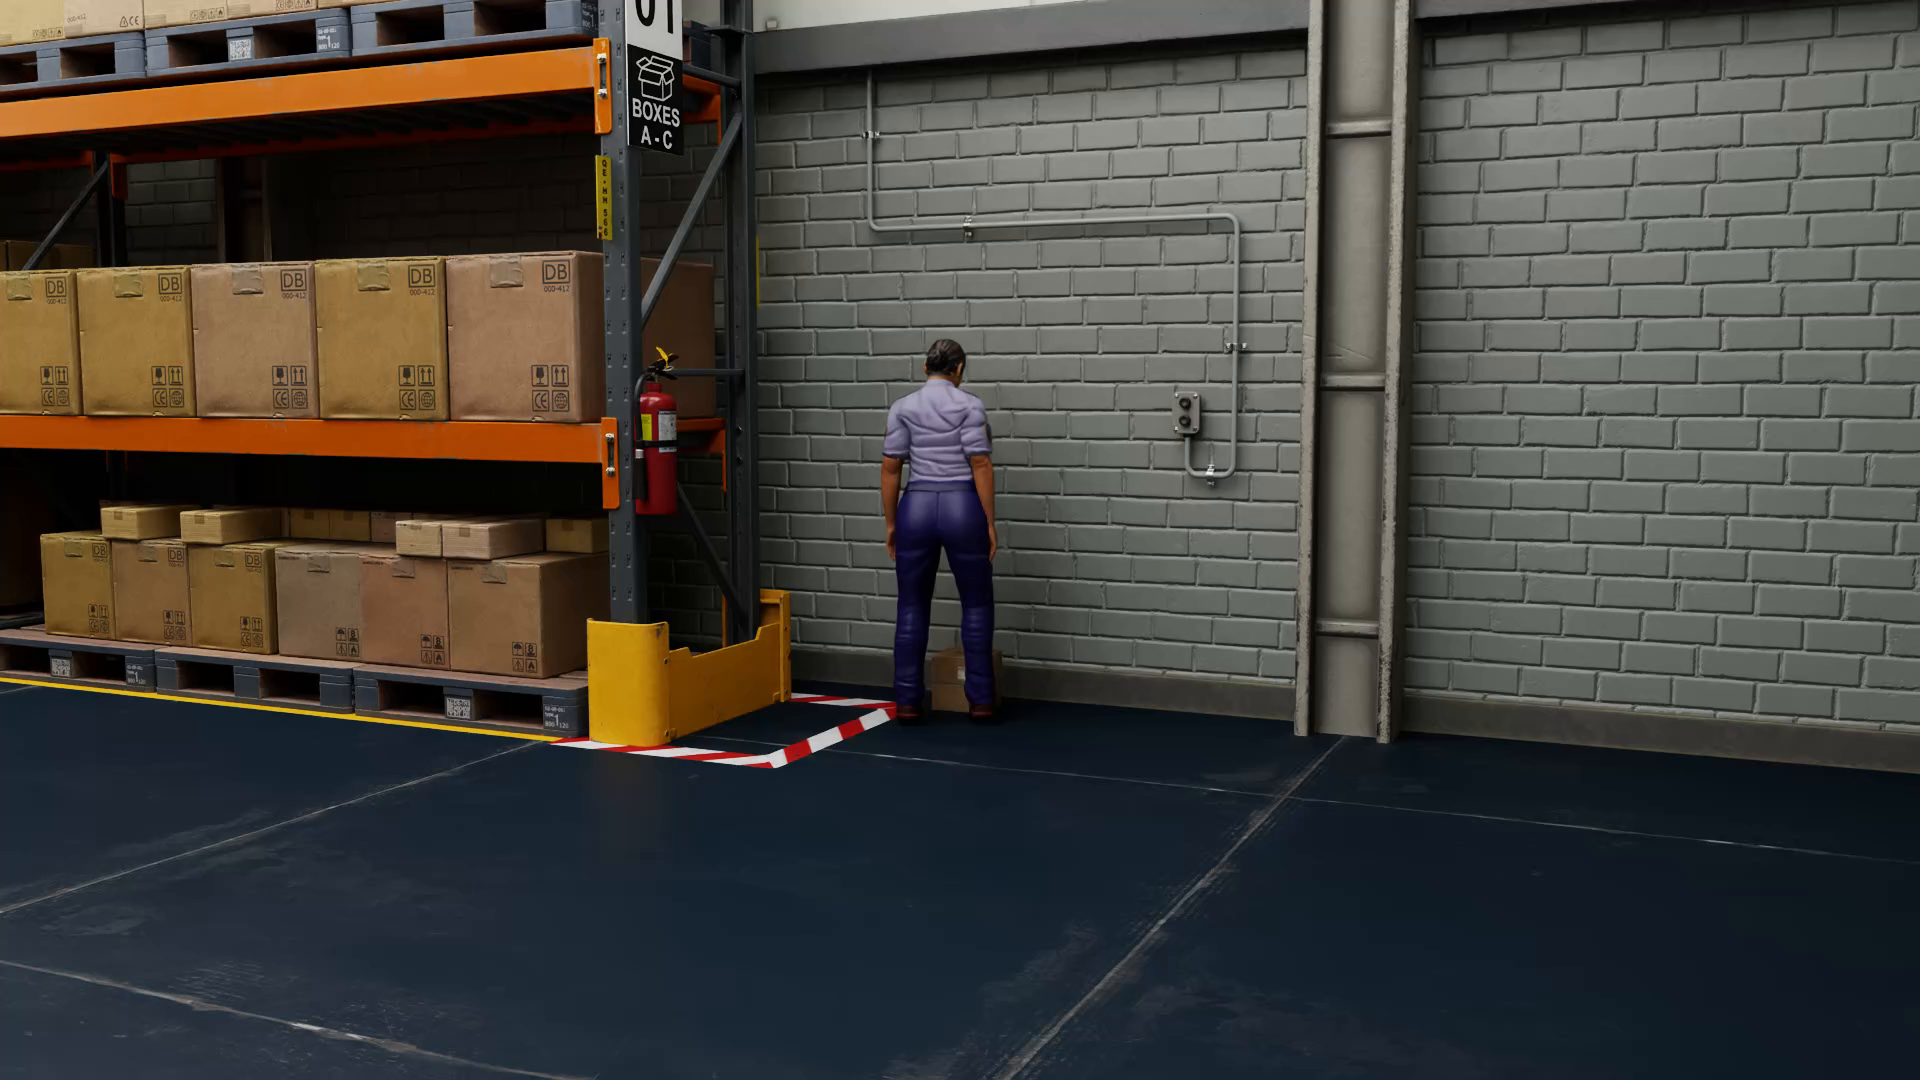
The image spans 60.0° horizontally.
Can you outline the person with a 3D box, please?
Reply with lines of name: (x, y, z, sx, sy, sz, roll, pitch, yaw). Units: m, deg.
person: (-0.078, -0.044, 7.158, 0.514, 1.632, 0.399, 1, 6, 12)
